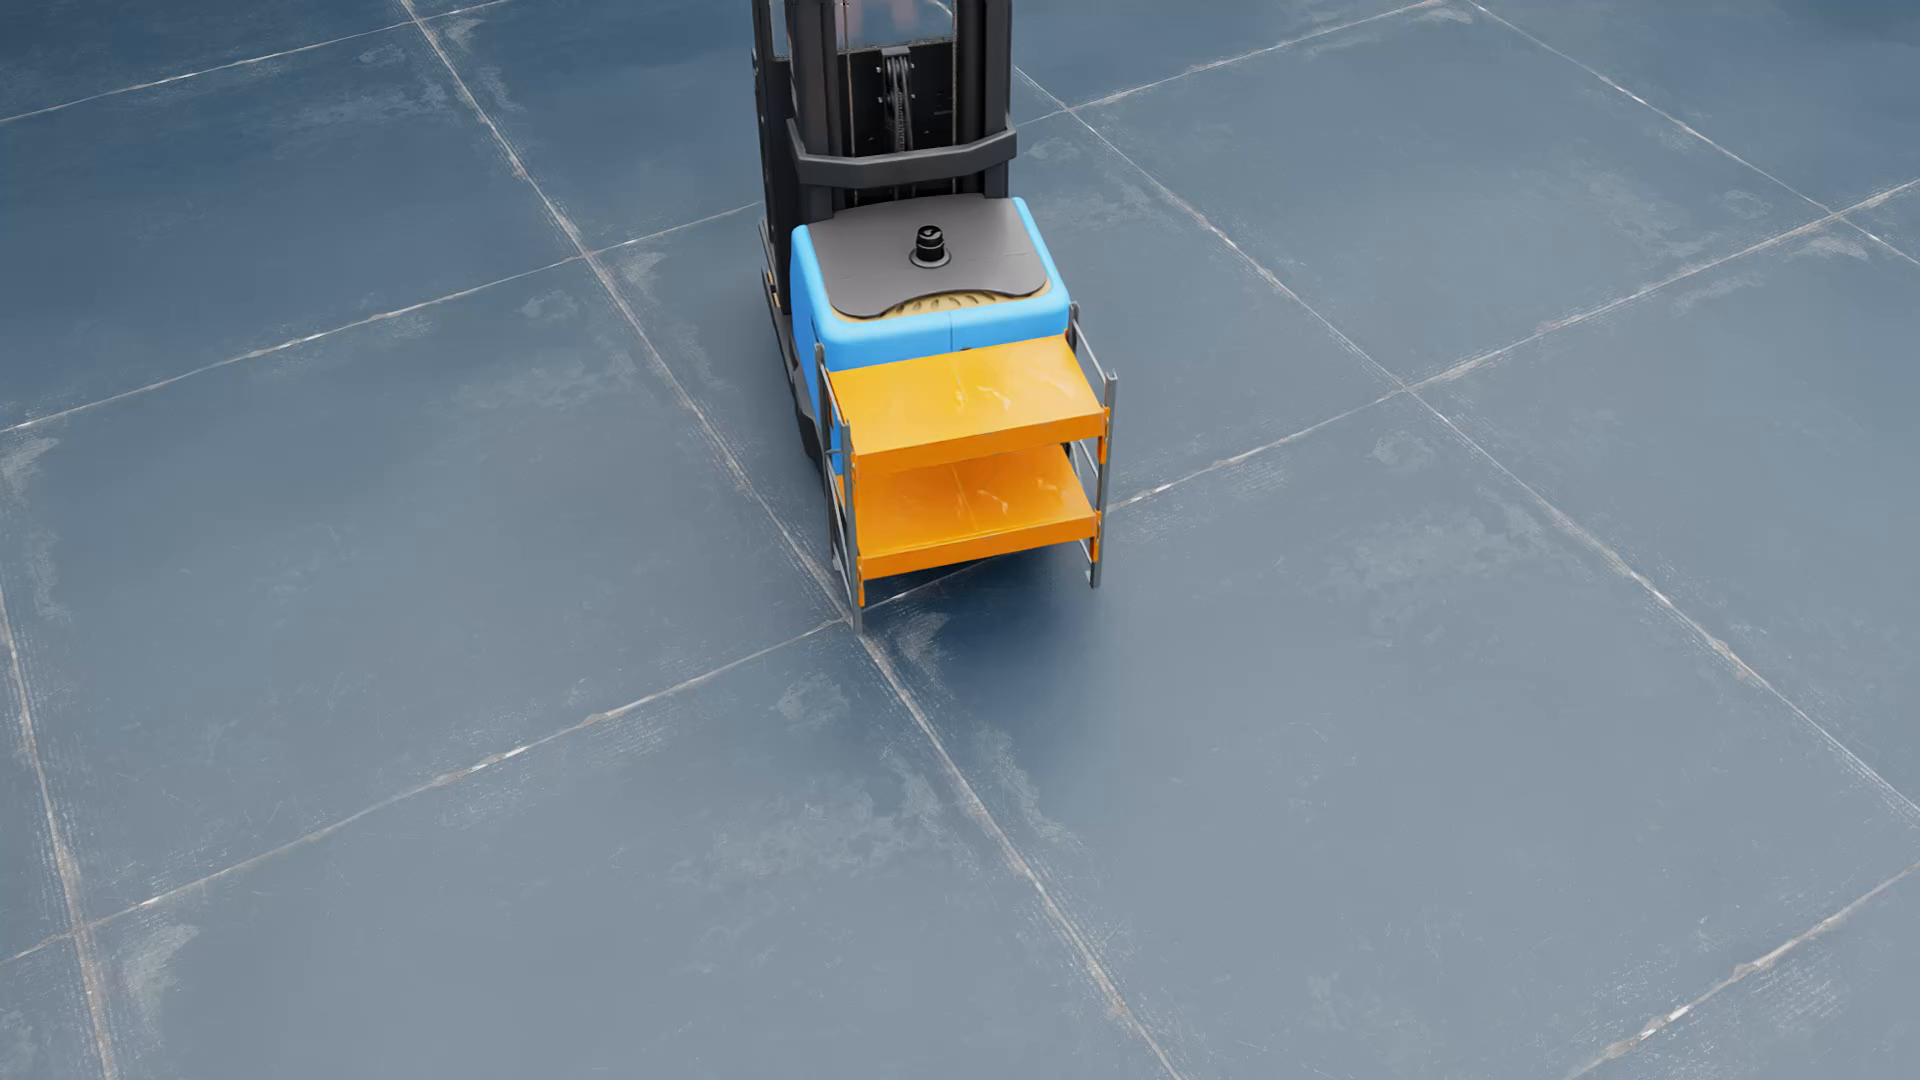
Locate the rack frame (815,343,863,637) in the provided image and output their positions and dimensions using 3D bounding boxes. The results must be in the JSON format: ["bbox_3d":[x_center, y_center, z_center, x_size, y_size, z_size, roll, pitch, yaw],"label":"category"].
[{"bbox_3d":[-0.475,-0.177,6.555,0.032,1.125,0.500,-11,45,-11],"label":"rack frame"}]

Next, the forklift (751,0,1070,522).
[{"bbox_3d":[-0.377,-2.169,7.309,1.130,2.935,3.031,-9,45,-9],"label":"forklift"}]

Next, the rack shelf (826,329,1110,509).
[{"bbox_3d":[0.016,-0.480,6.446,1.000,0.278,0.538,-11,45,-11],"label":"rack shelf"}]

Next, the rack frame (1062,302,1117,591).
[{"bbox_3d":[0.507,-0.362,6.745,0.032,1.125,0.500,-11,45,-11],"label":"rack frame"}]

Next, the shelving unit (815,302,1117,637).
[{"bbox_3d":[0.016,-0.270,6.650,1.048,1.125,0.538,-11,45,-11],"label":"shelving unit"}]

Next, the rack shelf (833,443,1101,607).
[{"bbox_3d":[0.016,-0.094,6.820,1.000,0.278,0.538,-11,45,-11],"label":"rack shelf"}]
